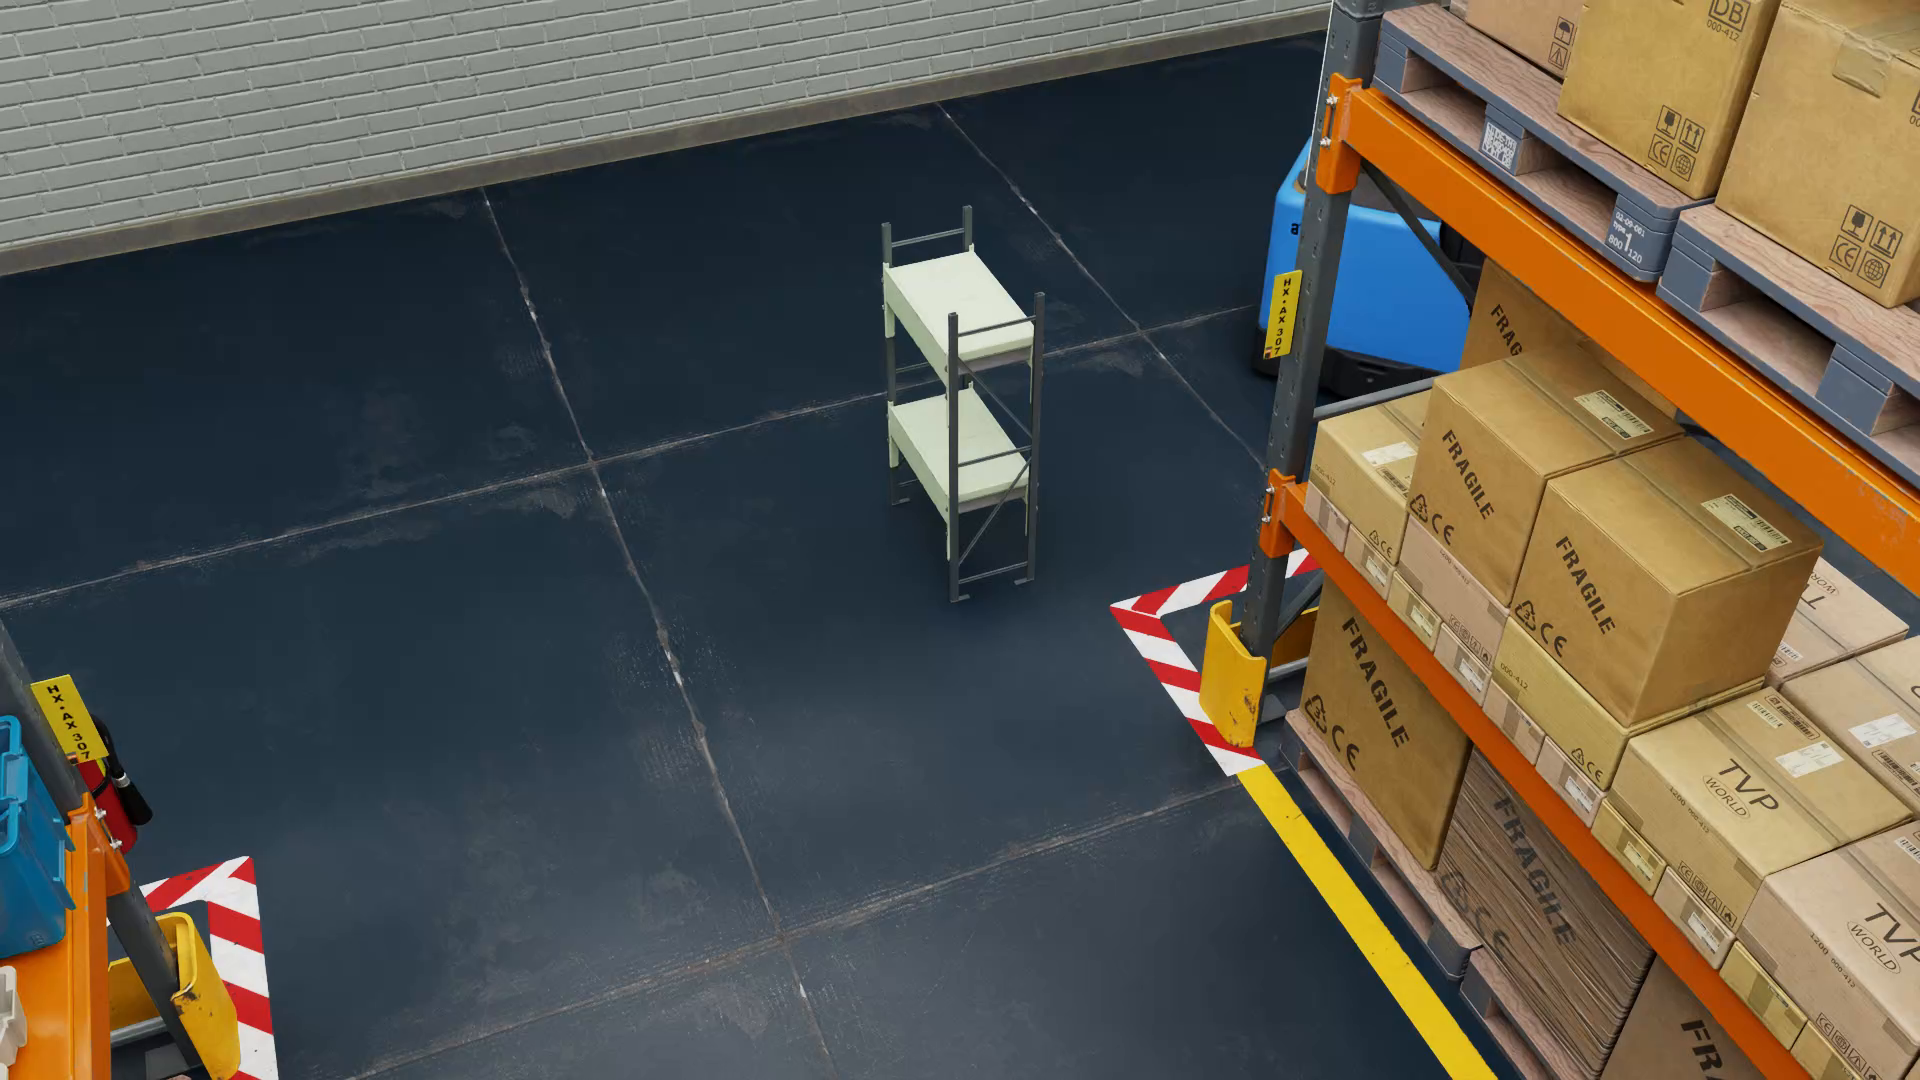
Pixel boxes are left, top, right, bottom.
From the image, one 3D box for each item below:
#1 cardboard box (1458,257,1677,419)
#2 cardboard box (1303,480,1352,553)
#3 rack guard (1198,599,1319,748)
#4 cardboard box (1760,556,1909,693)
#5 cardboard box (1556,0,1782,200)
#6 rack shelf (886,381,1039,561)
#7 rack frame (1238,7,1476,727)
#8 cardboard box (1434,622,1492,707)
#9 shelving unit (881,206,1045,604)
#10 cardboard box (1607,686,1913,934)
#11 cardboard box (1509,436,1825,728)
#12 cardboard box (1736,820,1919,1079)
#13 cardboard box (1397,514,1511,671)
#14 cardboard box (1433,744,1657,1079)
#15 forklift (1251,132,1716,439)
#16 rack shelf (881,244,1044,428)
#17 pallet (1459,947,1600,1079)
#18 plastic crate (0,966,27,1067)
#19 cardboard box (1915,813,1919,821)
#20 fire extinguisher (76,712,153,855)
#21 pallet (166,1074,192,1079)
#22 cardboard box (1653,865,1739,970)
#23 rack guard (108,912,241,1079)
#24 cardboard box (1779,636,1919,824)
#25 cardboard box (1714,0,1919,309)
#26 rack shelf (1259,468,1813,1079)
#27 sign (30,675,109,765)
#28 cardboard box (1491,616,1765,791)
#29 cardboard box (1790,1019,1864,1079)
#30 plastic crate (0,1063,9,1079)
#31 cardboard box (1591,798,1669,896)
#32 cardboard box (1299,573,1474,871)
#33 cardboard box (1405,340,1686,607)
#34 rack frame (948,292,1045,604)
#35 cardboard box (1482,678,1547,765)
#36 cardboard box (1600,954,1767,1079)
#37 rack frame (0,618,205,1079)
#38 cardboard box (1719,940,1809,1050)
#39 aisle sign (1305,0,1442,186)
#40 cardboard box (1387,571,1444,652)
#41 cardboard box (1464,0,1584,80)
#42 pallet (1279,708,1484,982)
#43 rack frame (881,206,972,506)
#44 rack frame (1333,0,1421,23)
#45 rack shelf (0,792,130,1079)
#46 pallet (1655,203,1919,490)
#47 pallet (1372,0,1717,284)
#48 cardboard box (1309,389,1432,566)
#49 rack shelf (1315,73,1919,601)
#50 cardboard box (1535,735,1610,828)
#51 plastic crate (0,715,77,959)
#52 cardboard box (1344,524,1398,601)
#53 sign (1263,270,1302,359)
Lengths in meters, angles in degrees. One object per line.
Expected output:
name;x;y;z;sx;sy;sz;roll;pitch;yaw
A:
cardboard box;2.013;-0.633;5.416;0.500;0.500;0.500;-15;43;-16
cardboard box;1.415;-0.129;5.711;0.380;0.149;0.250;-15;43;-16
rack guard;1.575;0.413;6.805;1.175;0.500;0.348;-15;43;-17
cardboard box;2.403;0.261;4.951;0.500;0.250;0.500;-17;43;-18
cardboard box;1.936;-1.224;4.015;0.700;0.500;0.500;-17;43;-18
rack shelf;0.003;-0.317;7.387;0.431;0.370;0.720;-15;43;-17
rack frame;1.584;-0.521;5.973;1.000;3.000;0.127;-15;43;-17
cardboard box;1.713;0.336;5.170;0.380;0.149;0.250;-16;43;-18
shelving unit;0.003;-0.565;7.175;0.431;1.500;0.755;-15;43;-17
cardboard box;2.116;0.708;4.432;0.500;0.250;0.500;-16;43;-18
cardboard box;1.913;0.107;4.555;0.500;0.500;0.500;-16;43;-18
cardboard box;2.307;1.014;4.076;0.500;0.250;0.500;-14;43;-16
cardboard box;1.723;0.091;5.149;0.500;0.250;0.500;-16;43;-17
cardboard box;2.251;1.040;5.467;0.875;0.875;0.875;-15;43;-17
forklift;3.073;-1.863;7.587;3.031;2.935;1.130;16;43;18
rack shelf;0.003;-0.861;6.920;0.431;0.370;0.720;-15;43;-17
pallet;2.425;1.733;5.492;1.003;0.211;1.213;-15;43;-17
plastic crate;-2.513;1.238;4.084;0.396;0.136;0.243;-15;43;-17
cardboard box;2.787;0.873;4.240;0.500;0.250;0.500;-14;43;-16
fire extinguisher;-2.630;0.681;4.921;0.296;0.674;0.183;-15;43;-17
pallet;-2.713;2.279;4.857;1.003;0.211;1.213;-15;43;-17
cardboard box;2.106;0.955;4.451;0.380;0.149;0.250;-14;43;-16
rack guard;-3.014;1.652;5.365;1.175;0.500;0.348;-15;43;-17
cardboard box;2.606;0.574;4.587;0.500;0.250;0.500;-15;43;-17
cardboard box;2.179;-0.925;3.667;0.700;0.500;0.500;-18;44;-20
rack shelf;2.349;0.957;4.807;1.077;0.370;4.000;-15;43;-17
sign;-2.490;0.506;4.654;0.100;0.325;0.005;-15;43;-17
cardboard box;1.912;0.395;4.796;0.500;0.250;0.500;-16;43;-18
cardboard box;2.301;1.262;4.093;0.380;0.149;0.250;-14;43;-16
plastic crate;-2.416;1.416;3.877;0.396;0.136;0.243;-15;43;-17
cardboard box;2.004;0.797;4.634;0.380;0.149;0.250;-16;43;-18
cardboard box;1.903;0.491;6.104;0.875;0.875;0.875;-15;43;-17
cardboard box;1.709;-0.203;4.916;0.500;0.500;0.500;-16;43;-18
rack frame;0.143;-0.344;6.919;0.400;1.500;0.023;-15;43;-17
cardboard box;1.810;0.489;4.992;0.380;0.149;0.250;-16;43;-18
cardboard box;2.591;1.576;4.843;0.875;0.875;0.875;-15;43;-17
rack frame;-2.992;0.715;4.537;1.000;3.000;0.127;-15;43;-17
cardboard box;2.203;1.108;4.272;0.380;0.149;0.250;-16;43;-18
aisle sign;1.279;-1.475;5.089;0.394;0.787;0.004;-15;43;-17
cardboard box;1.612;0.179;5.352;0.380;0.149;0.250;-16;43;-18
cardboard box;1.832;-1.593;4.445;0.700;0.500;0.500;-18;44;-19
pallet;1.962;0.999;6.345;1.003;0.211;1.213;-15;43;-17
rack frame;-0.137;-0.785;7.431;0.400;1.500;0.023;-15;43;-17
rack frame;1.584;-2.795;4.017;1.000;3.000;0.127;-15;43;-17
rack shelf;-2.227;2.193;3.370;1.077;0.370;4.000;-15;43;-17
pallet;2.348;-0.444;3.652;1.003;0.211;1.213;-15;43;-17
pallet;1.877;-1.180;4.508;1.003;0.211;1.213;-15;43;-17
cardboard box;1.518;-0.220;5.511;0.500;0.250;0.500;-16;43;-18
rack shelf;2.349;-0.180;3.829;1.077;0.370;4.000;-15;43;-17
cardboard box;1.909;0.645;4.811;0.380;0.149;0.250;-16;43;-17
plastic crate;-2.692;0.834;4.325;0.616;0.435;0.499;-15;43;-17
cardboard box;1.514;0.025;5.532;0.380;0.149;0.250;-16;43;-17
sign;1.069;-0.744;5.509;0.100;0.325;0.005;-15;43;-17
